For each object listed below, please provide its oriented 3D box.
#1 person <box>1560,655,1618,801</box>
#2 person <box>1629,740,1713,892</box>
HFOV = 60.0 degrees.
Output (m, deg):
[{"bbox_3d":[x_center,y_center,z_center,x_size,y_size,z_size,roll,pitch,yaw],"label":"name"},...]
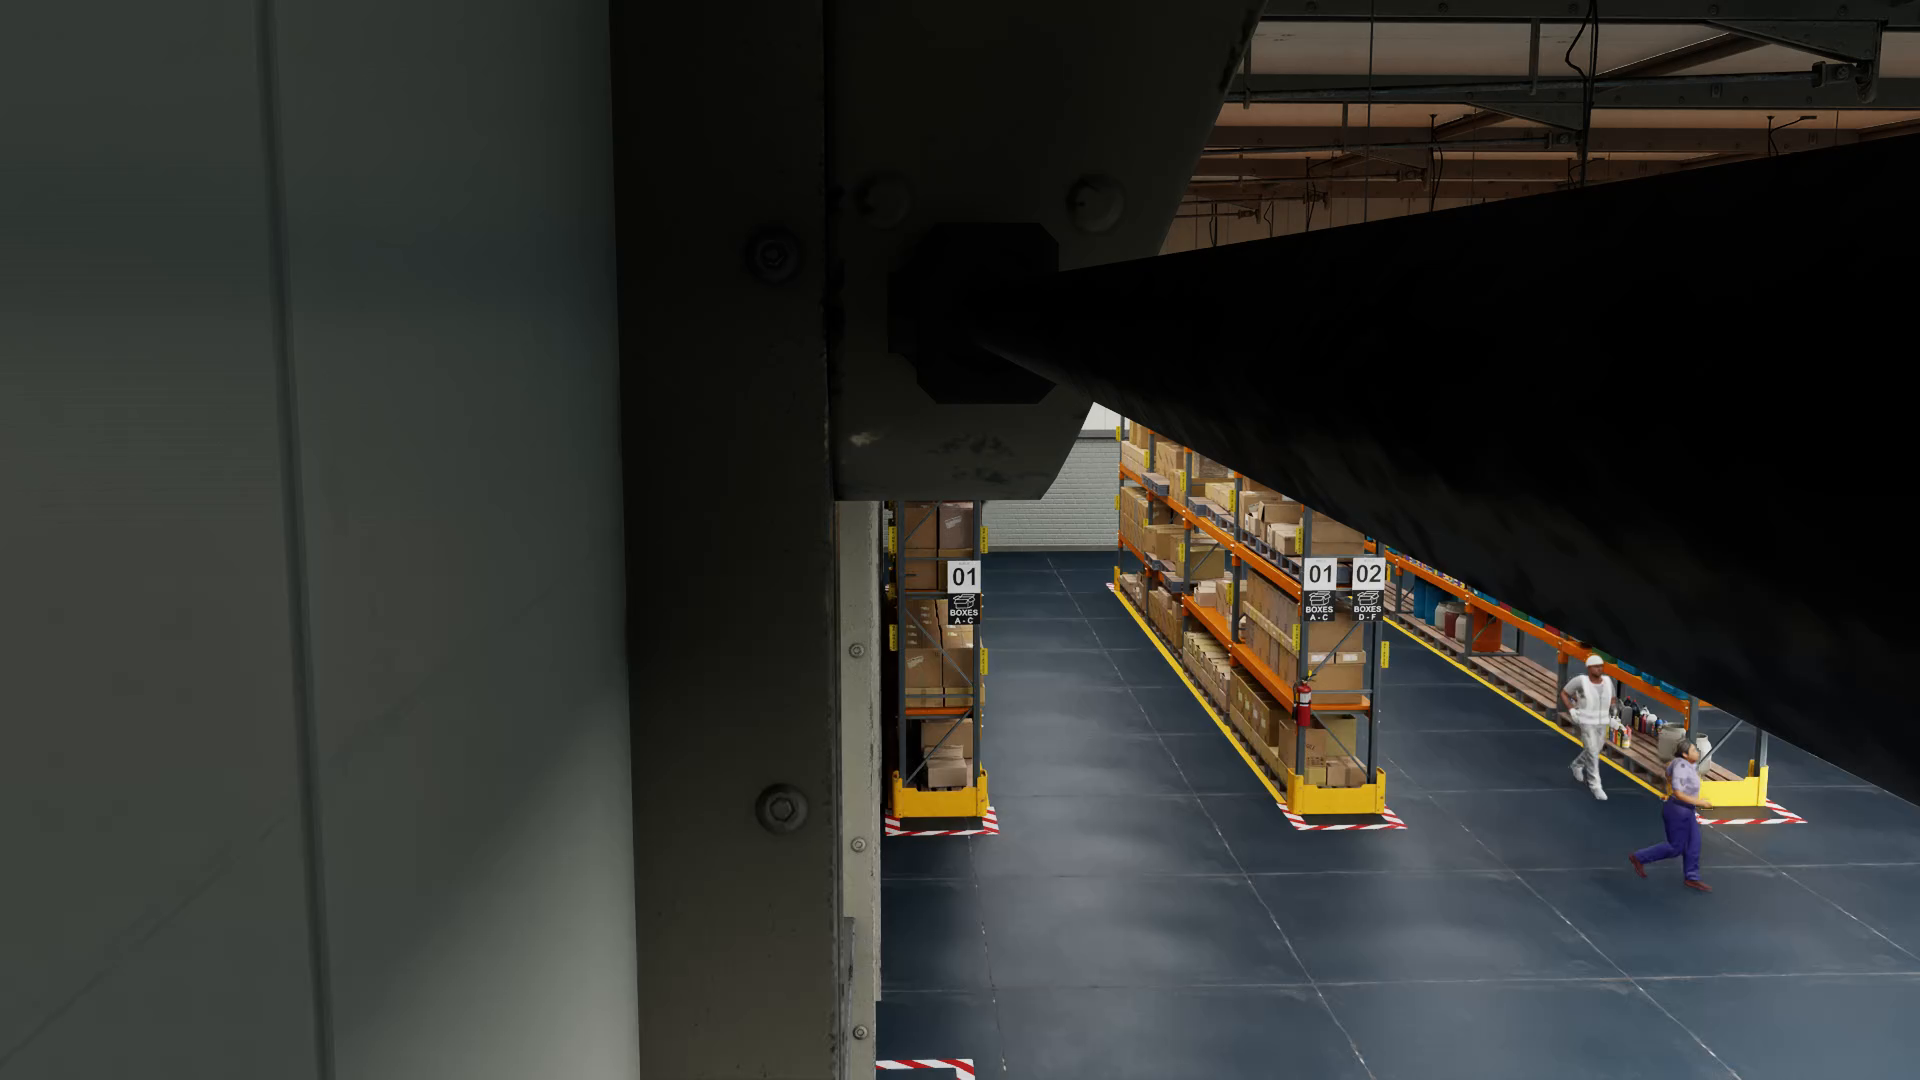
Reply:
[{"bbox_3d":[8.141,2.364,21.431,0.681,1.794,0.908,-2,8,-14],"label":"person"},{"bbox_3d":[7.735,2.963,18.002,0.858,1.649,0.616,4,9,24],"label":"person"}]
